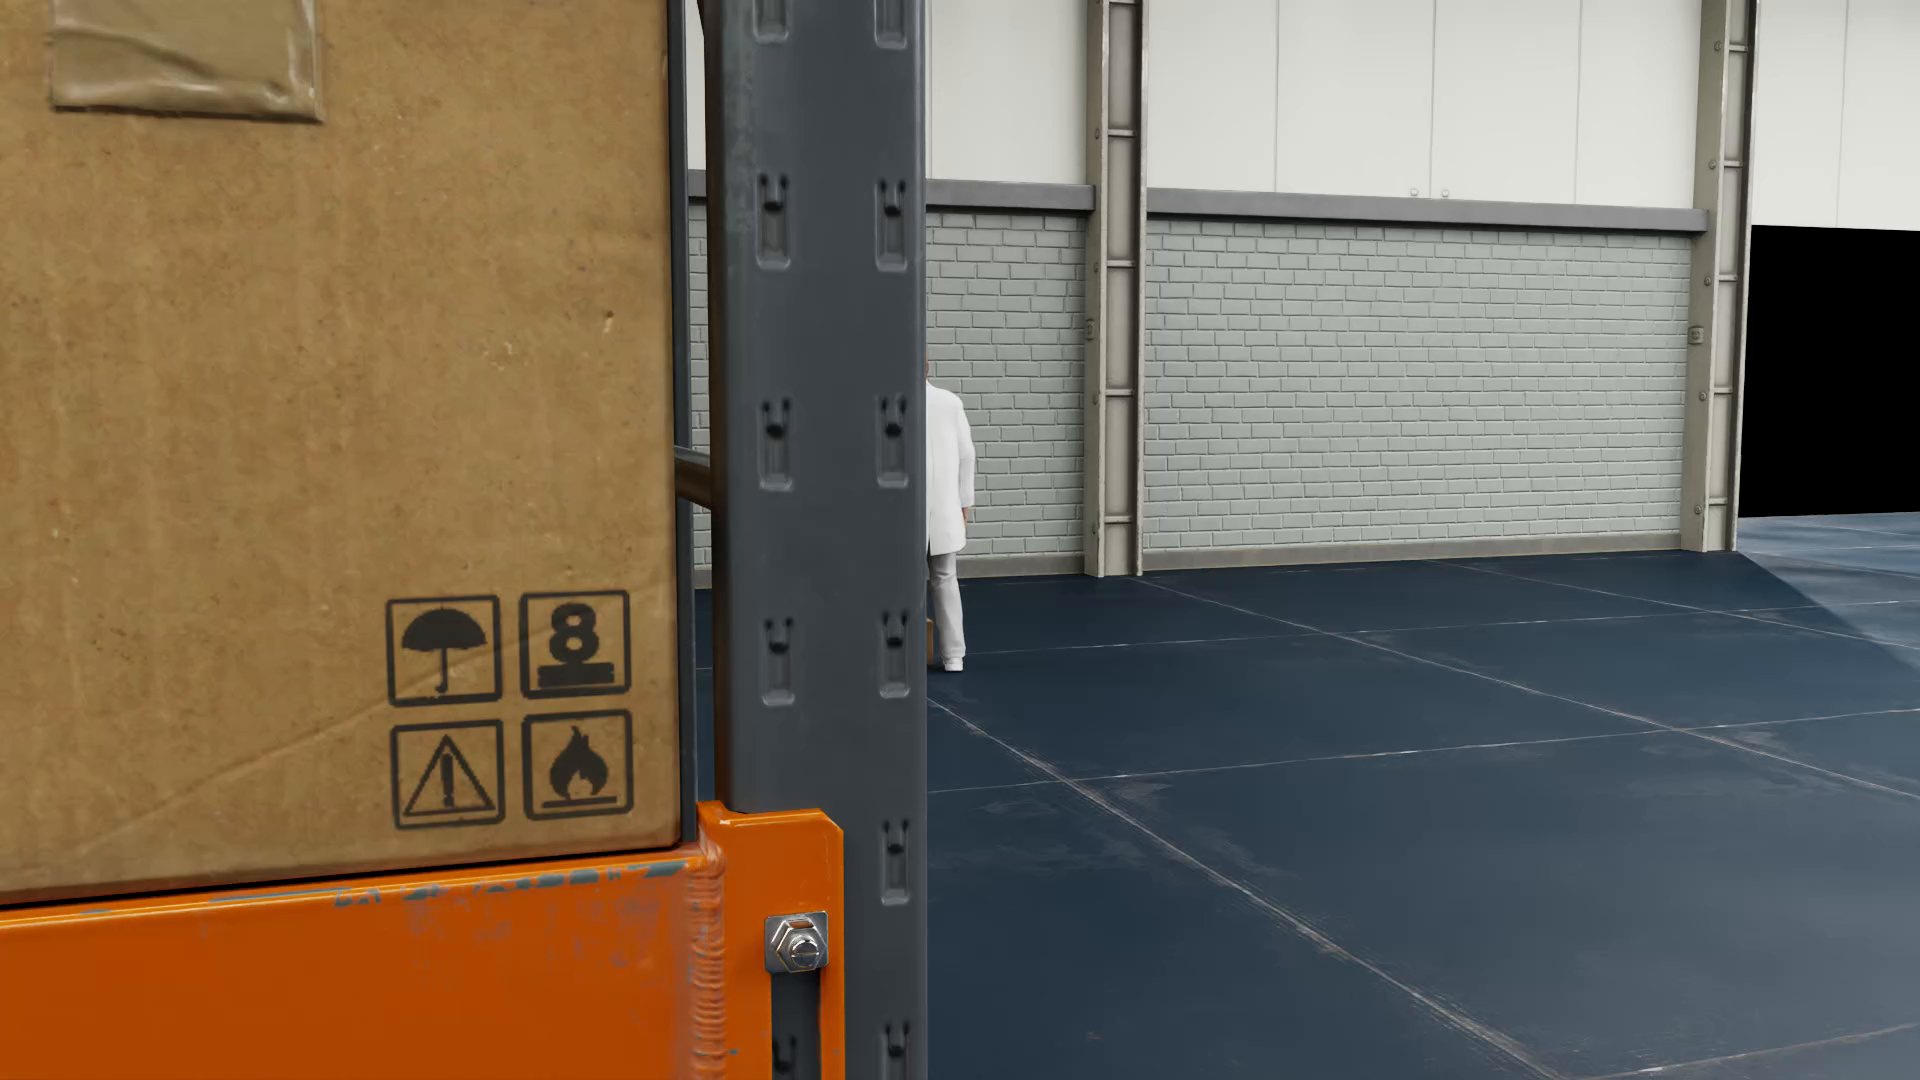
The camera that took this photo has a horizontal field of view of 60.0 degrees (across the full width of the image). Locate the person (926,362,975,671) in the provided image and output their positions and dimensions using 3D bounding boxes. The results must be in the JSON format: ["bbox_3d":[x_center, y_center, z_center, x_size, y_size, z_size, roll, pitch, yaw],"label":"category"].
[{"bbox_3d":[-0.227,-0.170,8.997,0.646,1.772,0.429,-2,6,-22],"label":"person"}]
